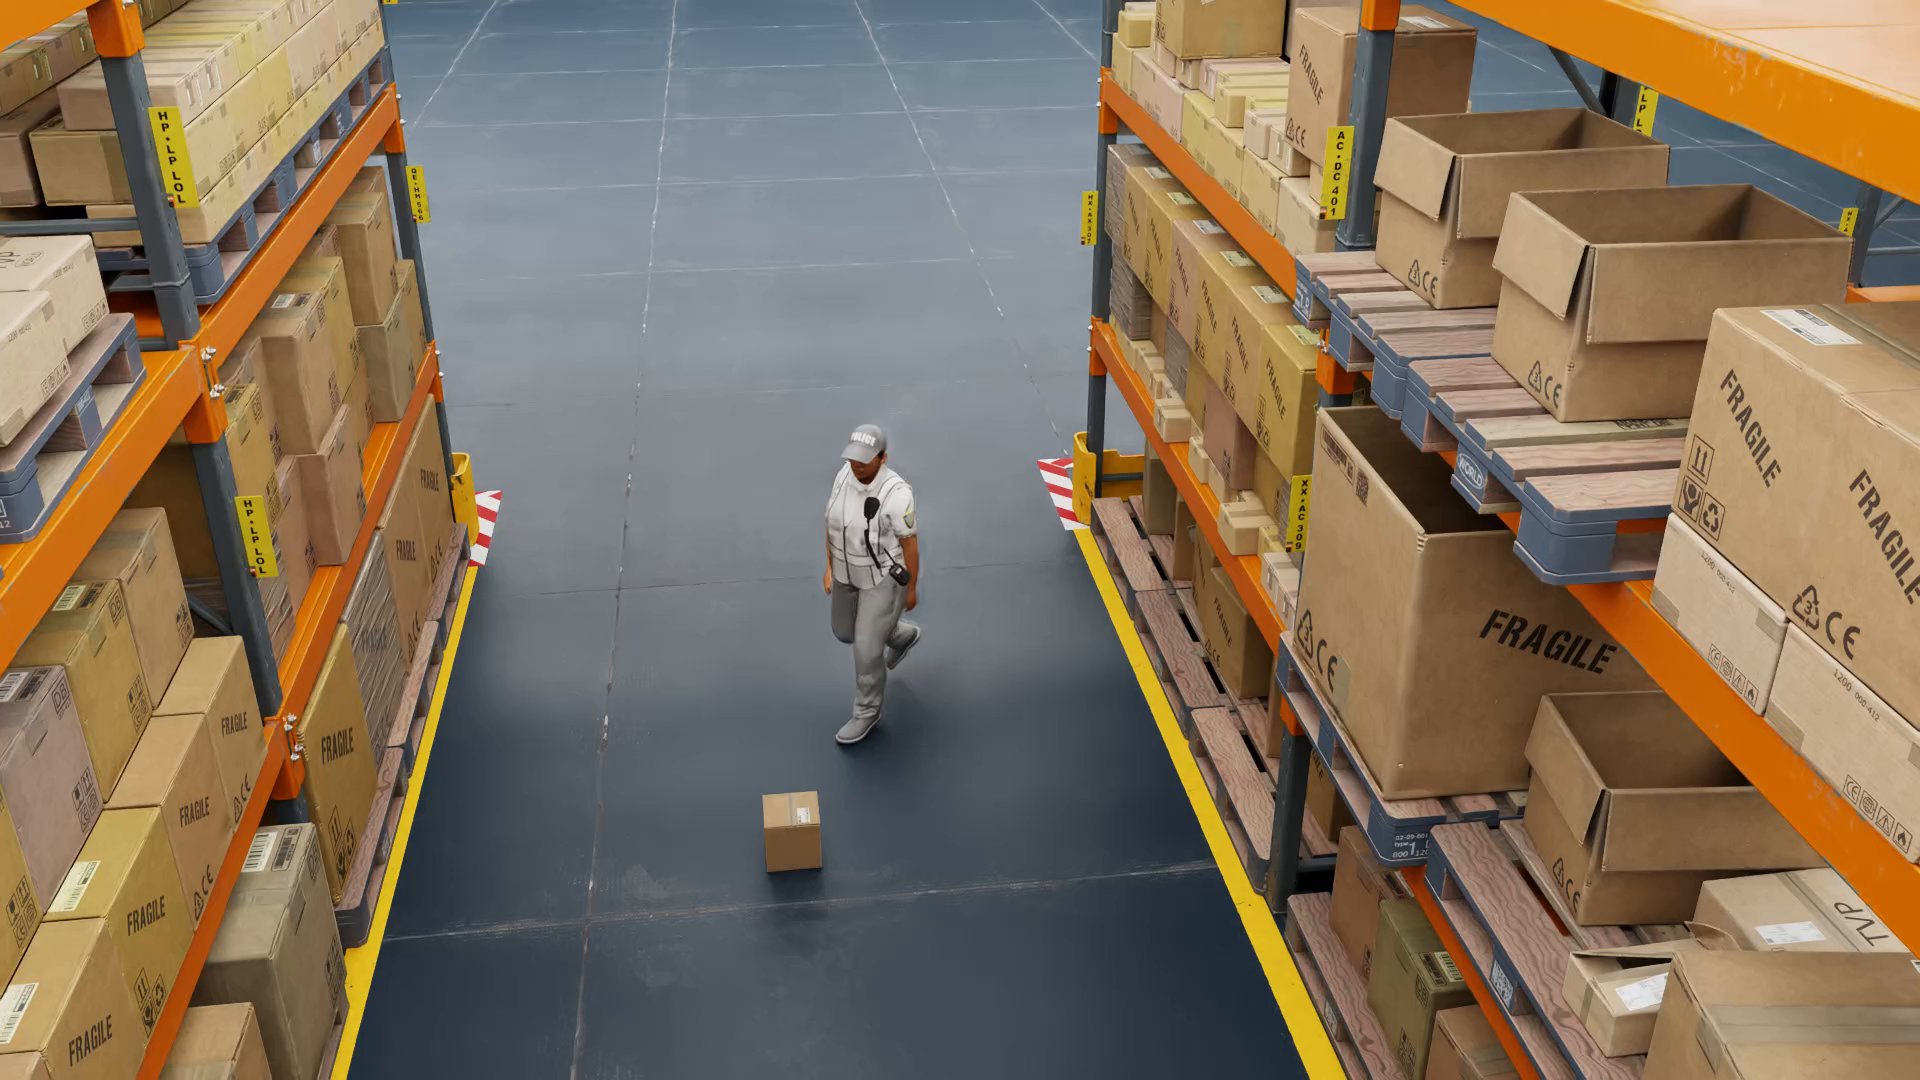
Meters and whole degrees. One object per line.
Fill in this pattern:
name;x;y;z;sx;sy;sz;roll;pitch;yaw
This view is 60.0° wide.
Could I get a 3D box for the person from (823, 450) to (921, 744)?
person;-0.397;0.160;8.317;0.499;1.628;0.769;21;34;35
